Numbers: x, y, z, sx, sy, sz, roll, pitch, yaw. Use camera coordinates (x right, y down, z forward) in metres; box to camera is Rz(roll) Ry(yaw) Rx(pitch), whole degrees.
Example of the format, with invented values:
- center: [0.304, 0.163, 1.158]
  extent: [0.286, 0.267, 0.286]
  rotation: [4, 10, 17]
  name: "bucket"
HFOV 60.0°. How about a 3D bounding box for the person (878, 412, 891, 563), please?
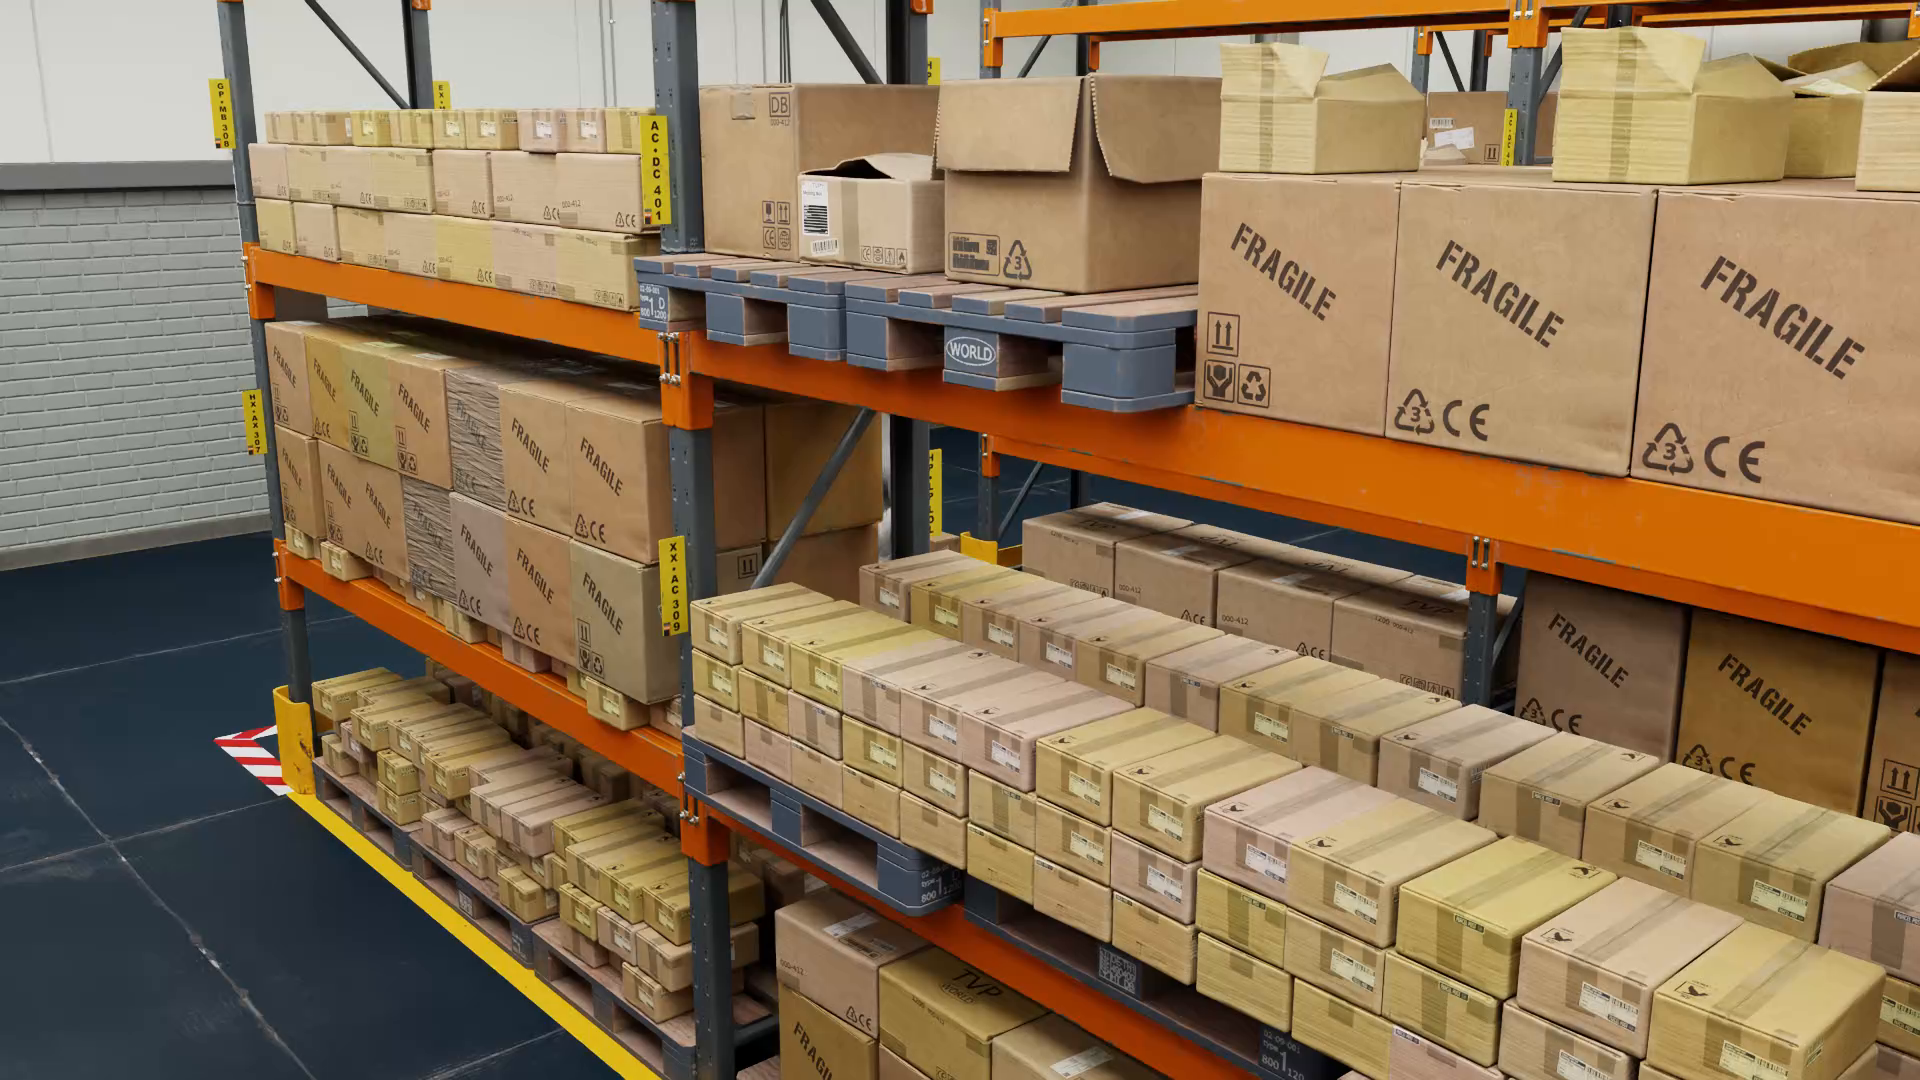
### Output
- center: [-0.589, -0.580, 12.804]
  extent: [0.490, 1.655, 0.699]
  rotation: [11, 18, 37]
  name: "person"
